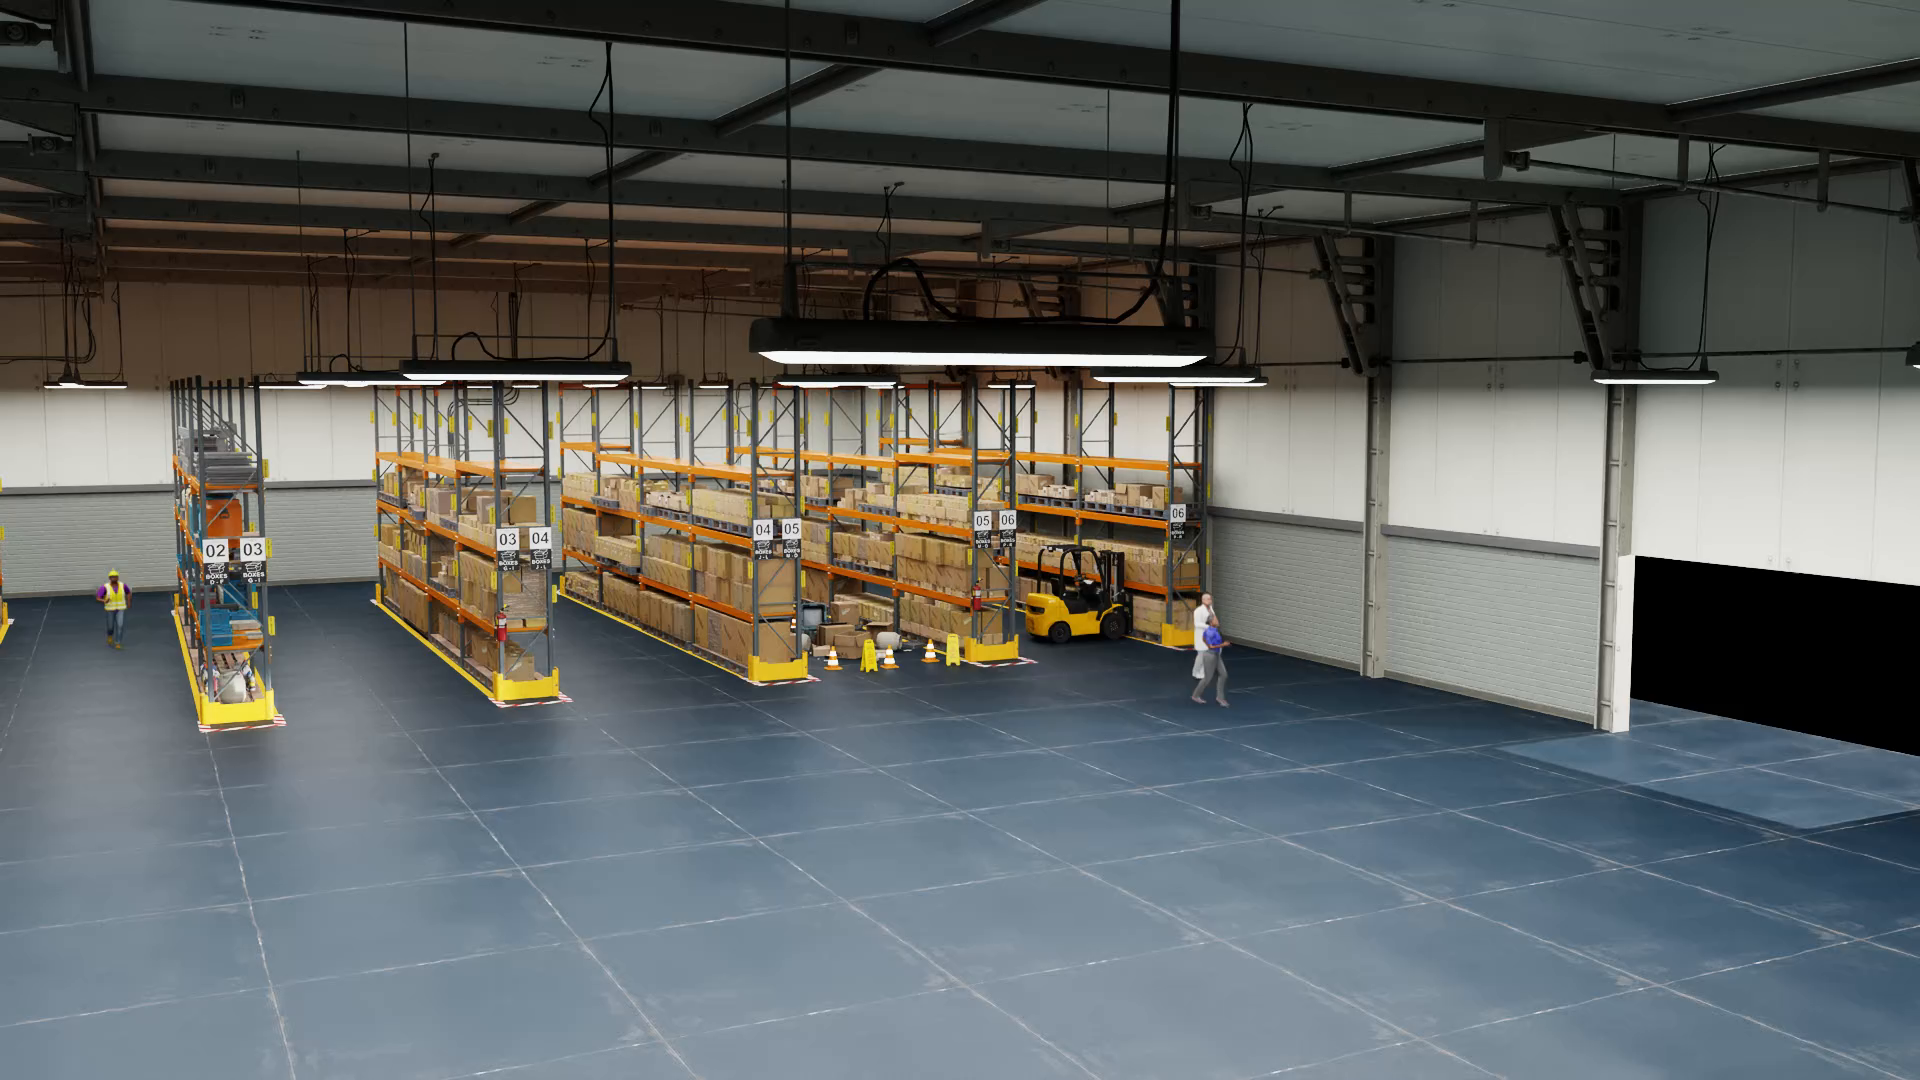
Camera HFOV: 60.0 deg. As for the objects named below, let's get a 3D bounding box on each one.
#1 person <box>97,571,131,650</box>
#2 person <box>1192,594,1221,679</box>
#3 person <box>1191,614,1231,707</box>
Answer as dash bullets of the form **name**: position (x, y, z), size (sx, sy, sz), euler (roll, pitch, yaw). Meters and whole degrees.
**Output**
- **person**: position (-18.828, 1.553, 37.049), size (0.715, 1.741, 0.771), euler (-4, 6, -36)
- **person**: position (4.885, 1.964, 32.944), size (0.759, 1.641, 0.794), euler (-4, 7, -40)
- **person**: position (4.585, 2.213, 30.273), size (0.728, 1.697, 0.559), euler (2, 6, 22)
